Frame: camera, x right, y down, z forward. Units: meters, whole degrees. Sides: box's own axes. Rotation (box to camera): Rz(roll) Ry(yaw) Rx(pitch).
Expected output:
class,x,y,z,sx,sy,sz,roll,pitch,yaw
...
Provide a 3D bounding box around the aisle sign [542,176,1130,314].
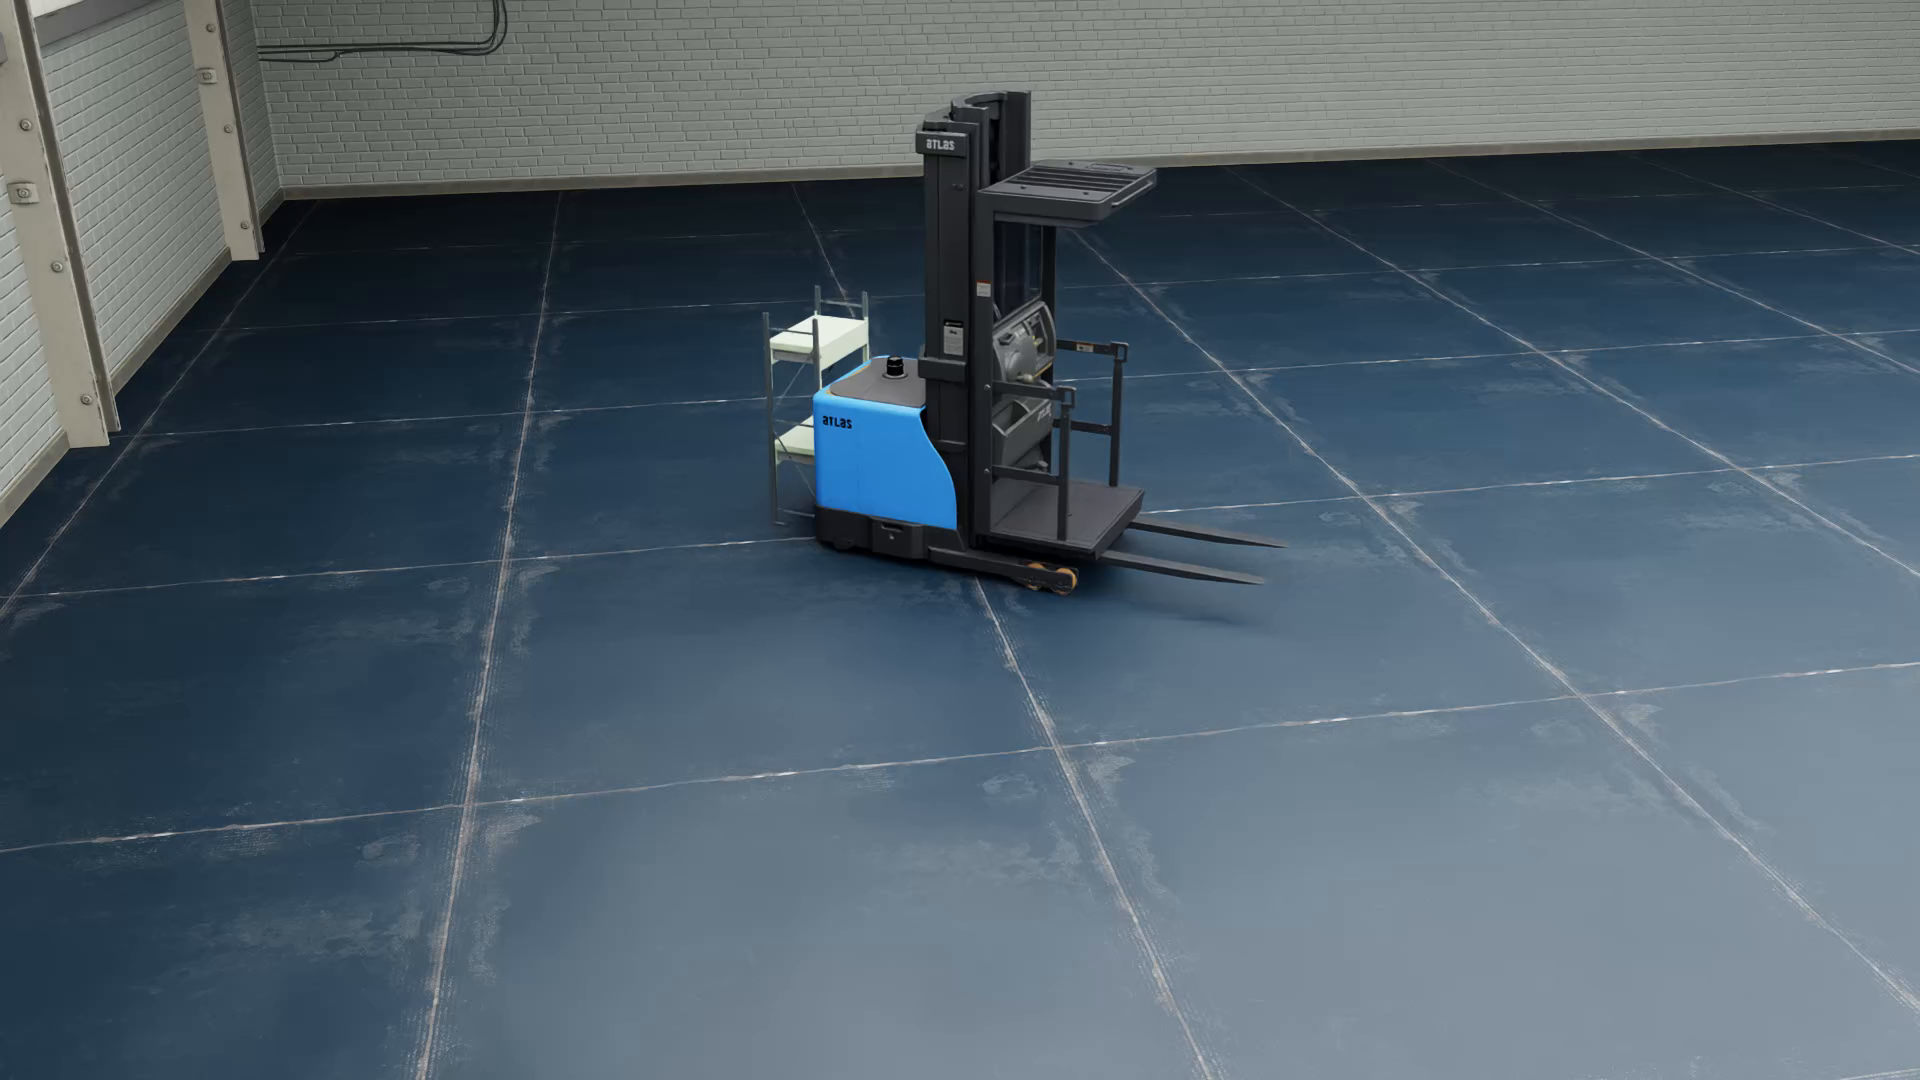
class,x,y,z,sx,sy,sz,roll,pitch,yaw
aisle sign,-1.720,-3.628,19.556,6.000,0.001,6.000,-4,24,-10

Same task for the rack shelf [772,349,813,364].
class,x,y,z,sx,sy,sz,roll,pitch,yaw
rack shelf,-0.965,-1.333,11.275,0.332,0.071,0.664,10,25,21

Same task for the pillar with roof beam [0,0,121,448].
class,x,y,z,sx,sy,sz,roll,pitch,yaw
pillar with roof beam,-2.585,-5.243,12.011,9.100,9.000,0.400,-4,24,-10

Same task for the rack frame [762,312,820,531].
class,x,y,z,sx,sy,sz,roll,pitch,yaw
rack frame,-1.109,-0.775,11.151,0.400,1.500,0.023,10,25,21

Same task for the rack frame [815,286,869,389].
class,x,y,z,sx,sy,sz,roll,pitch,yaw
rack frame,-0.821,-1.045,11.768,0.400,1.500,0.023,10,25,21

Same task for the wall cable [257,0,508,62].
class,x,y,z,sx,sy,sz,roll,pitch,yaw
wall cable,-7.171,-7.118,20.184,3.097,2.526,0.112,-4,24,-10

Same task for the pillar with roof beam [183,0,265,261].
class,x,y,z,sx,sy,sz,roll,pitch,yaw
pillar with roof beam,5.855,-2.236,5.064,22.890,9.050,30.400,-4,24,-10
